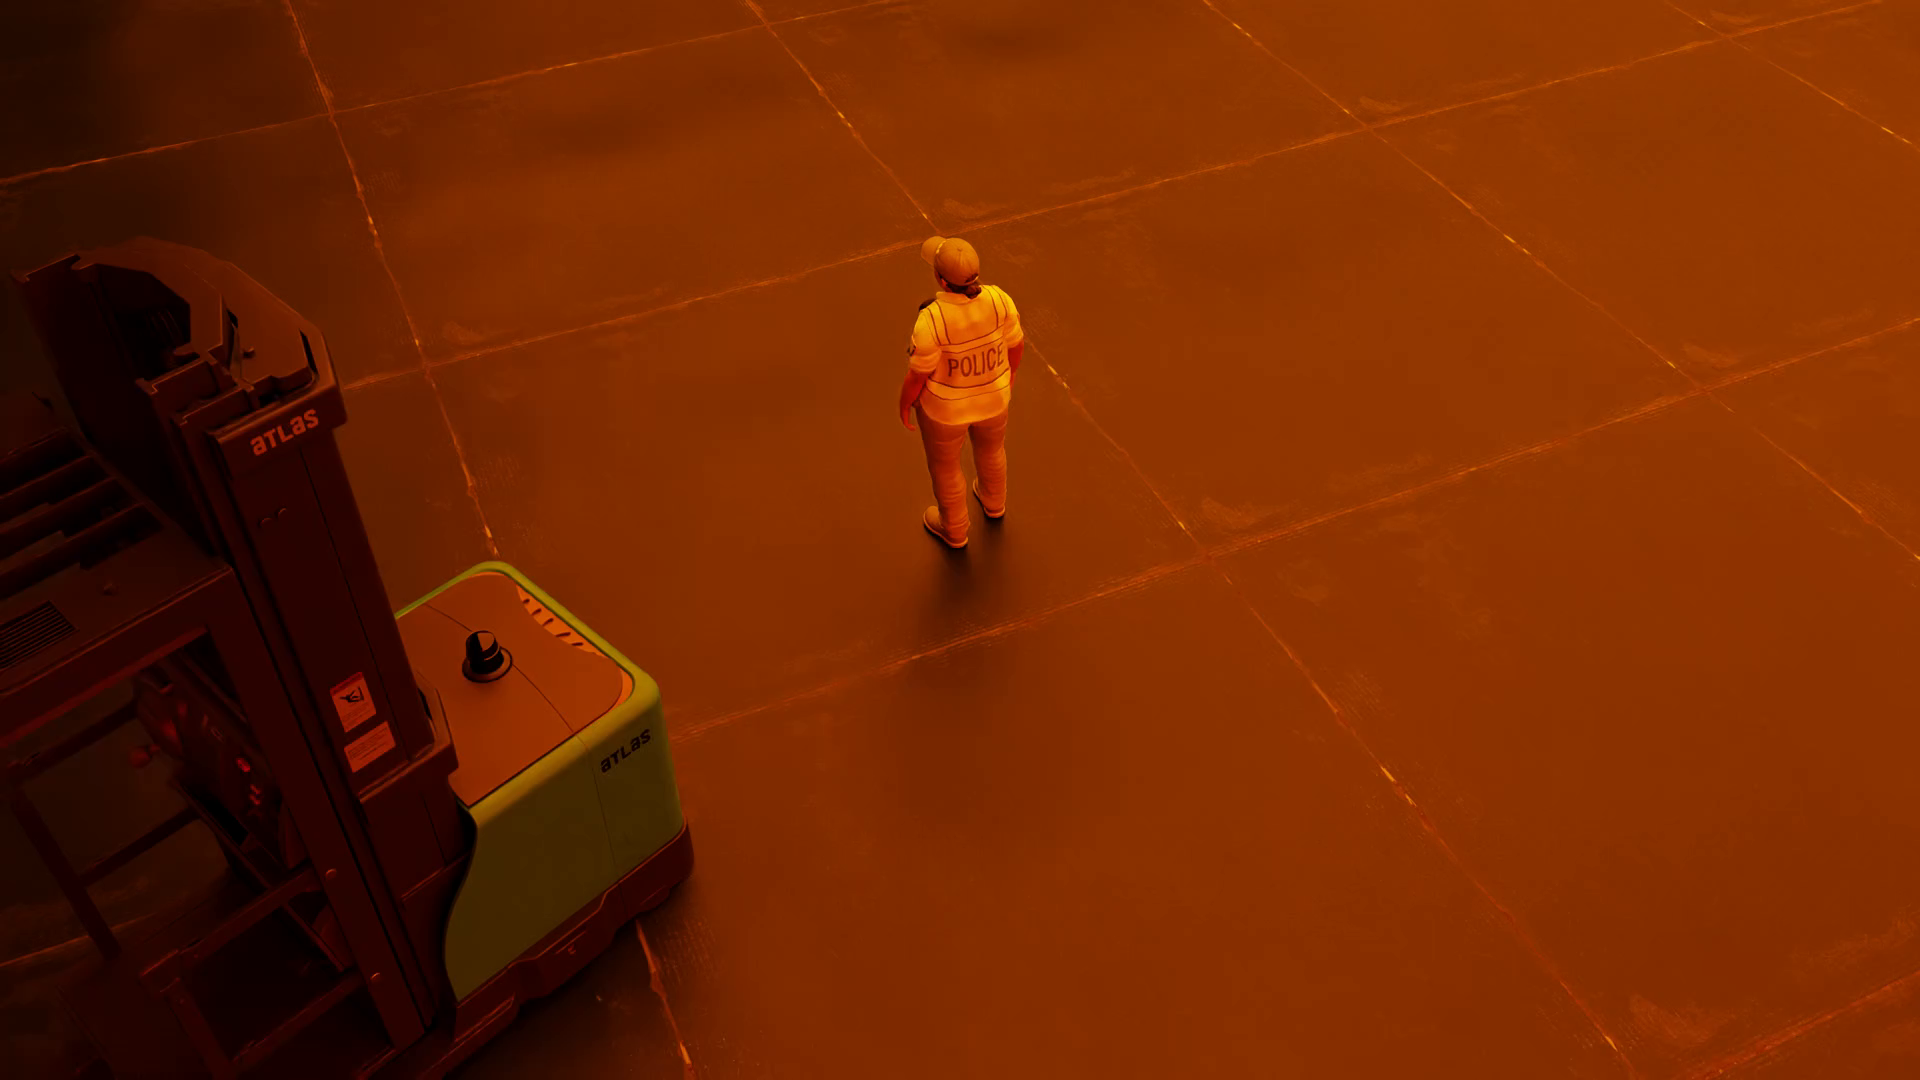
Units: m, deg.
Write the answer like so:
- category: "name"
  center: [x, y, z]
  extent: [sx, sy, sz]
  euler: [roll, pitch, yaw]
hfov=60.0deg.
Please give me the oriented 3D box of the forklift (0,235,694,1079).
- category: "forklift"
  center: [-2.398, 0.722, 4.906]
  extent: [1.130, 2.935, 3.031]
  euler: [33, 52, 30]

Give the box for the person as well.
- category: "person"
  center: [-0.011, -0.669, 7.312]
  extent: [0.598, 1.670, 0.529]
  euler: [-18, 46, -18]
